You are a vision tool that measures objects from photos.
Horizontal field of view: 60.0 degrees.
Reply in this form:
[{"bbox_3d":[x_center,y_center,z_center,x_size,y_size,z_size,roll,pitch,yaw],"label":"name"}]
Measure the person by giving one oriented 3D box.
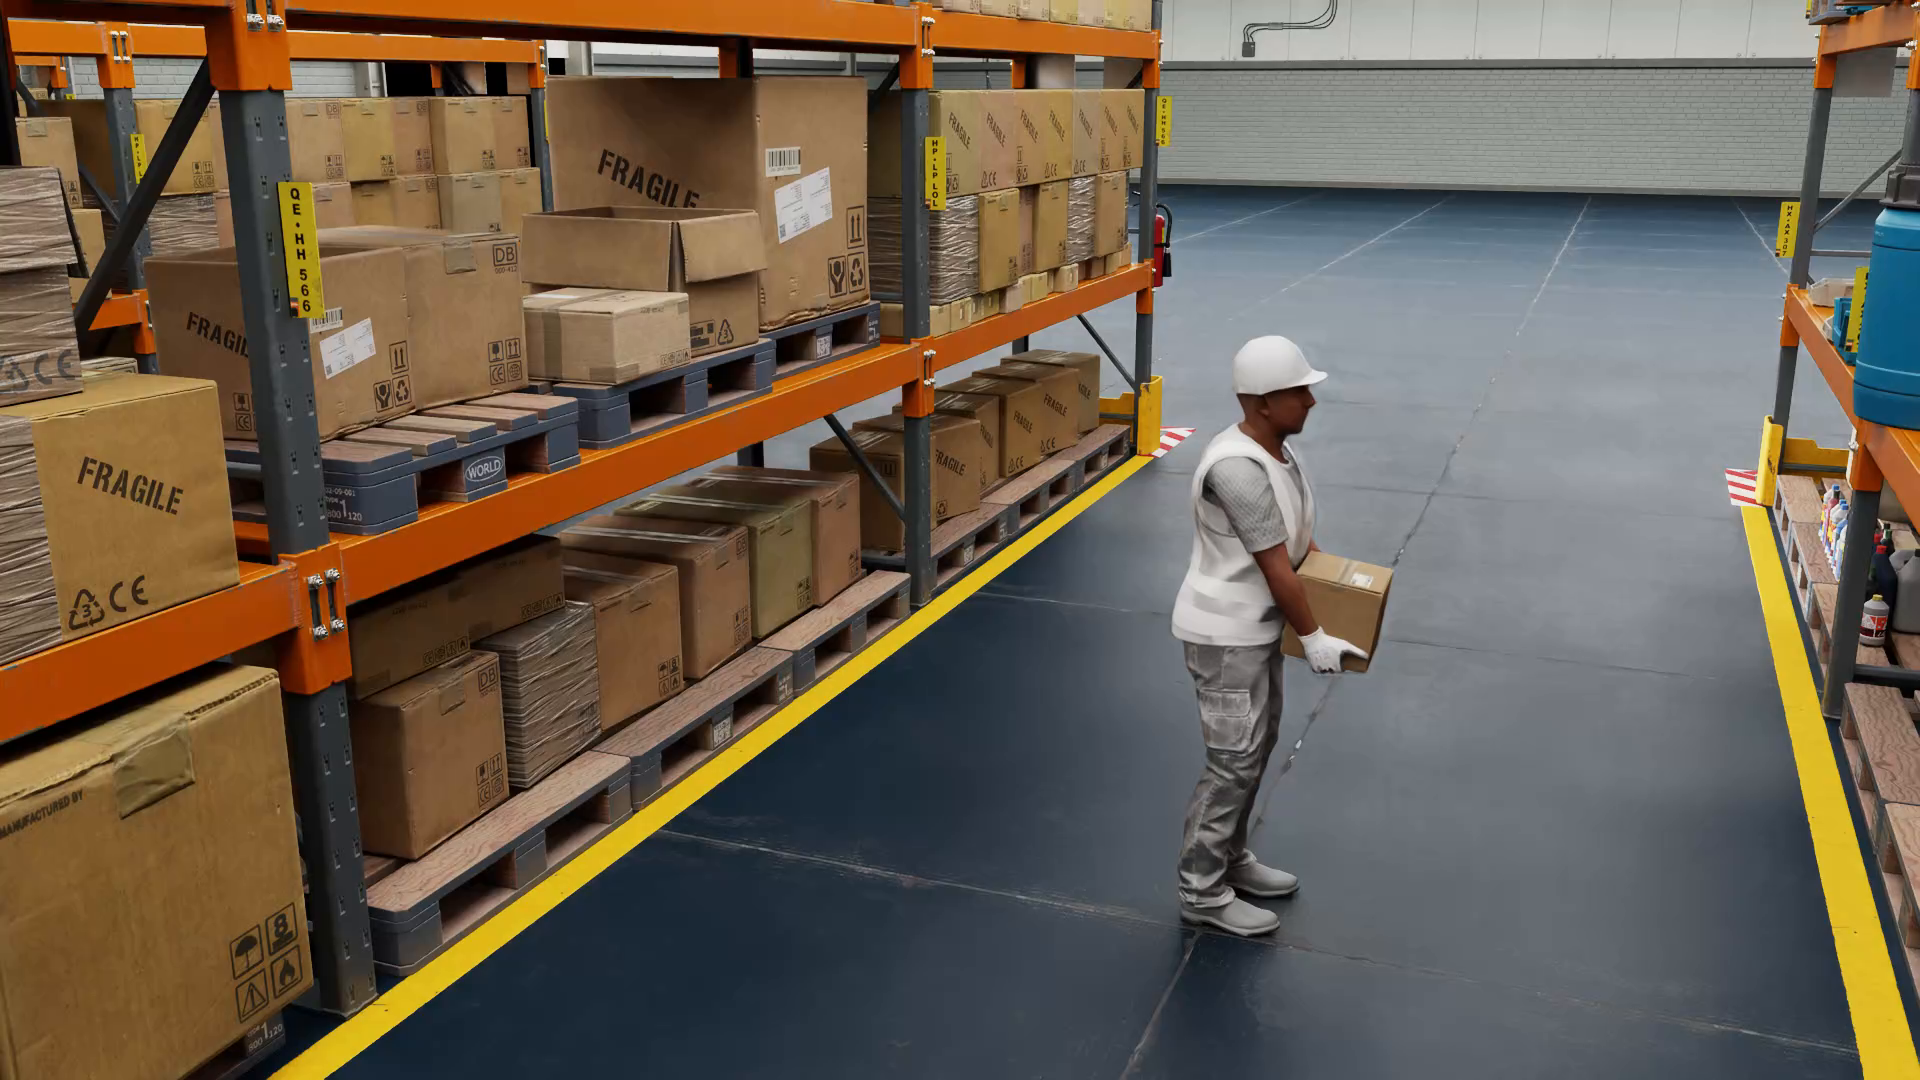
[{"bbox_3d":[0.933,0.285,4.945,0.587,1.778,0.491,6,16,20],"label":"person"}]
